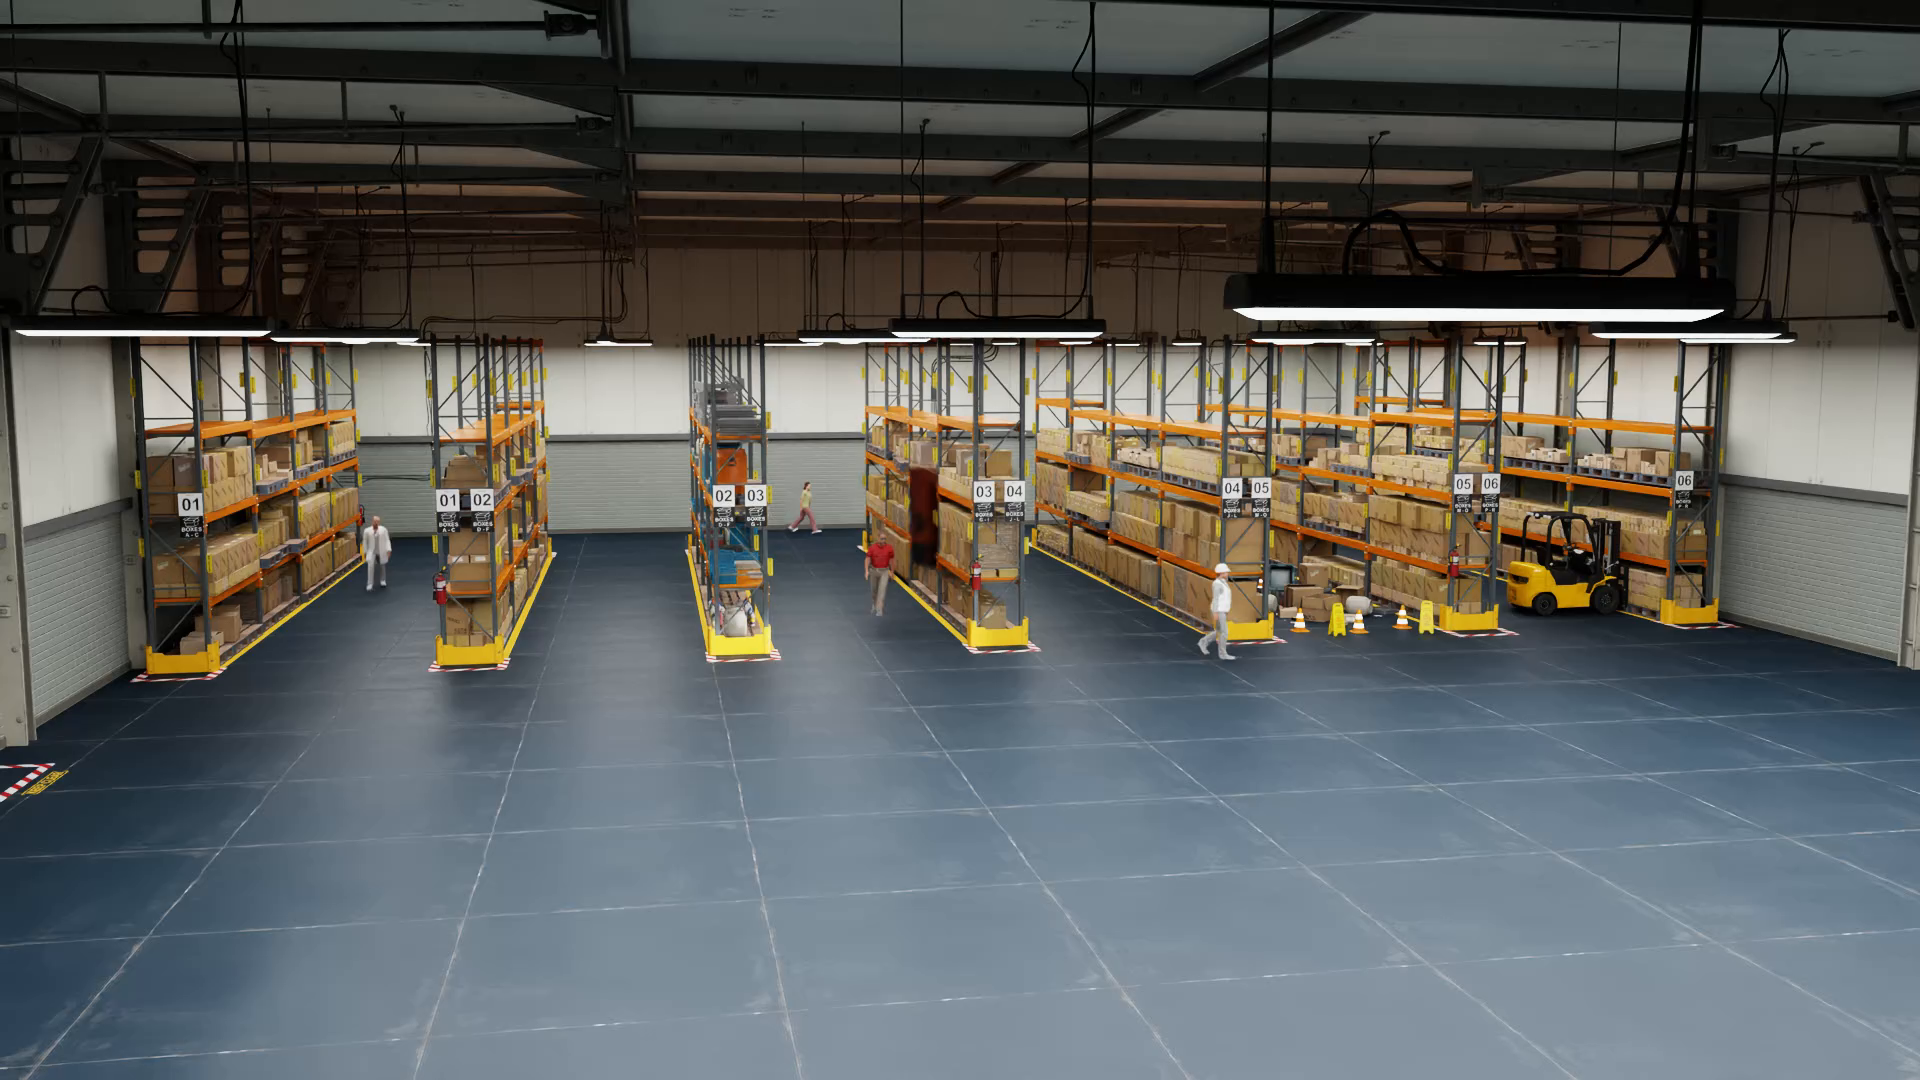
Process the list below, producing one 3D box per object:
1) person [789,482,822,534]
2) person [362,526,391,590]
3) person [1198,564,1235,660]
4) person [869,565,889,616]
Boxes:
[{"bbox_3d":[-4.825,-1.018,51.874,1.091,1.610,0.431,1,7,7],"label":"person"},{"bbox_3d":[-13.924,0.392,39.703,0.663,1.510,1.143,-2,7,-15],"label":"person"},{"bbox_3d":[4.769,1.315,30.862,0.727,1.761,0.452,2,7,17],"label":"person"},{"bbox_3d":[-1.653,1.018,34.142,0.411,1.046,0.943,0,7,-4],"label":"person"}]
